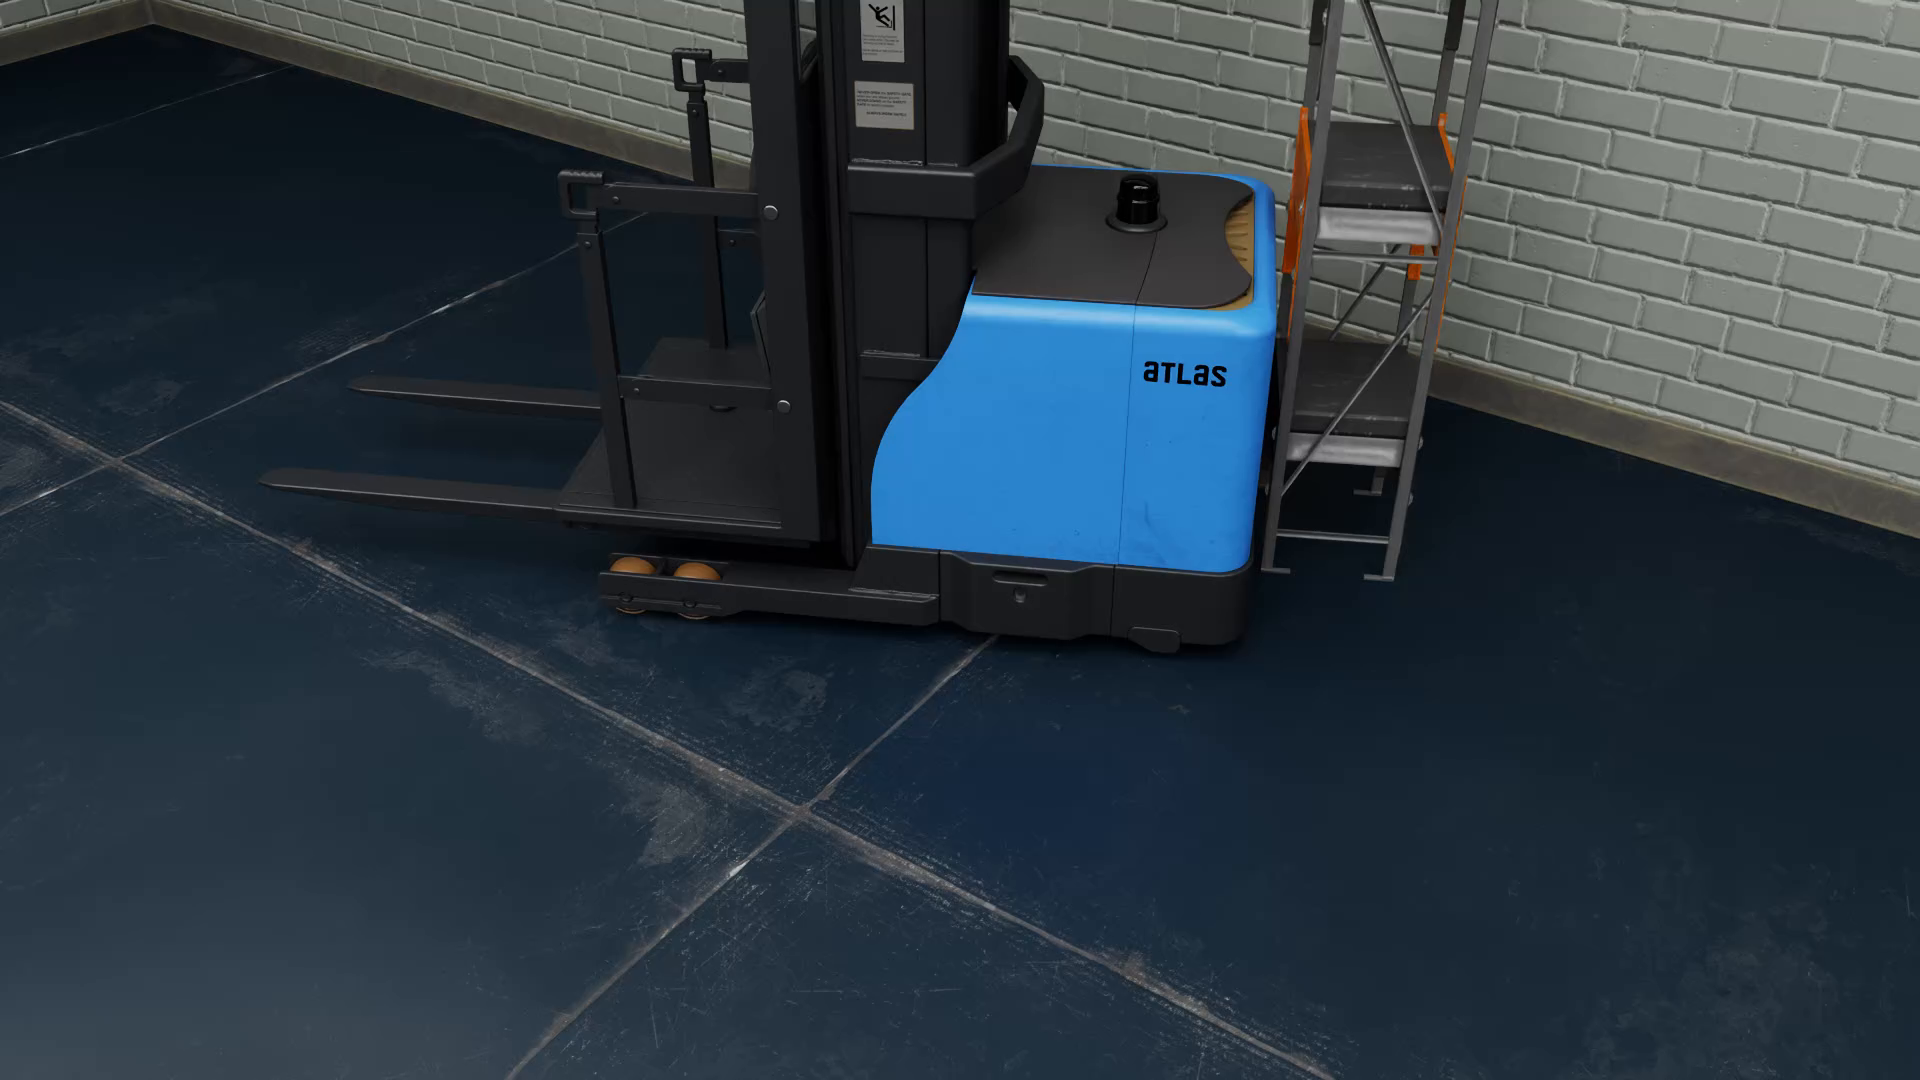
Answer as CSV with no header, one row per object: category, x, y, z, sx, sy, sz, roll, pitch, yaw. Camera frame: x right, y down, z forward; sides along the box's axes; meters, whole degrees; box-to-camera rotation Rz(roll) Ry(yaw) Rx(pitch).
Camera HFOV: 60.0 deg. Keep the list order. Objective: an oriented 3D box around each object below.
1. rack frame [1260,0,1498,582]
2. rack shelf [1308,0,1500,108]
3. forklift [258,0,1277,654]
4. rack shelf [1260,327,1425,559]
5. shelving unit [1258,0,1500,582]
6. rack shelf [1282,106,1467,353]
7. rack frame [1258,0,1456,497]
rack frame,1.121,-0.760,4.500,0.400,2.100,0.015,4,34,6
rack shelf,1.153,-1.464,4.315,0.431,0.518,0.480,4,34,6
forklift,-0.618,-1.267,4.507,3.031,2.935,1.130,5,34,7
rack shelf,1.153,-0.304,5.100,0.431,0.518,0.480,4,34,6
shelving unit,1.153,-0.896,4.700,0.431,2.100,0.503,4,34,6
rack shelf,1.153,-0.884,4.708,0.431,0.518,0.480,4,34,6
rack frame,1.185,-1.031,4.900,0.400,2.100,0.015,4,34,6
